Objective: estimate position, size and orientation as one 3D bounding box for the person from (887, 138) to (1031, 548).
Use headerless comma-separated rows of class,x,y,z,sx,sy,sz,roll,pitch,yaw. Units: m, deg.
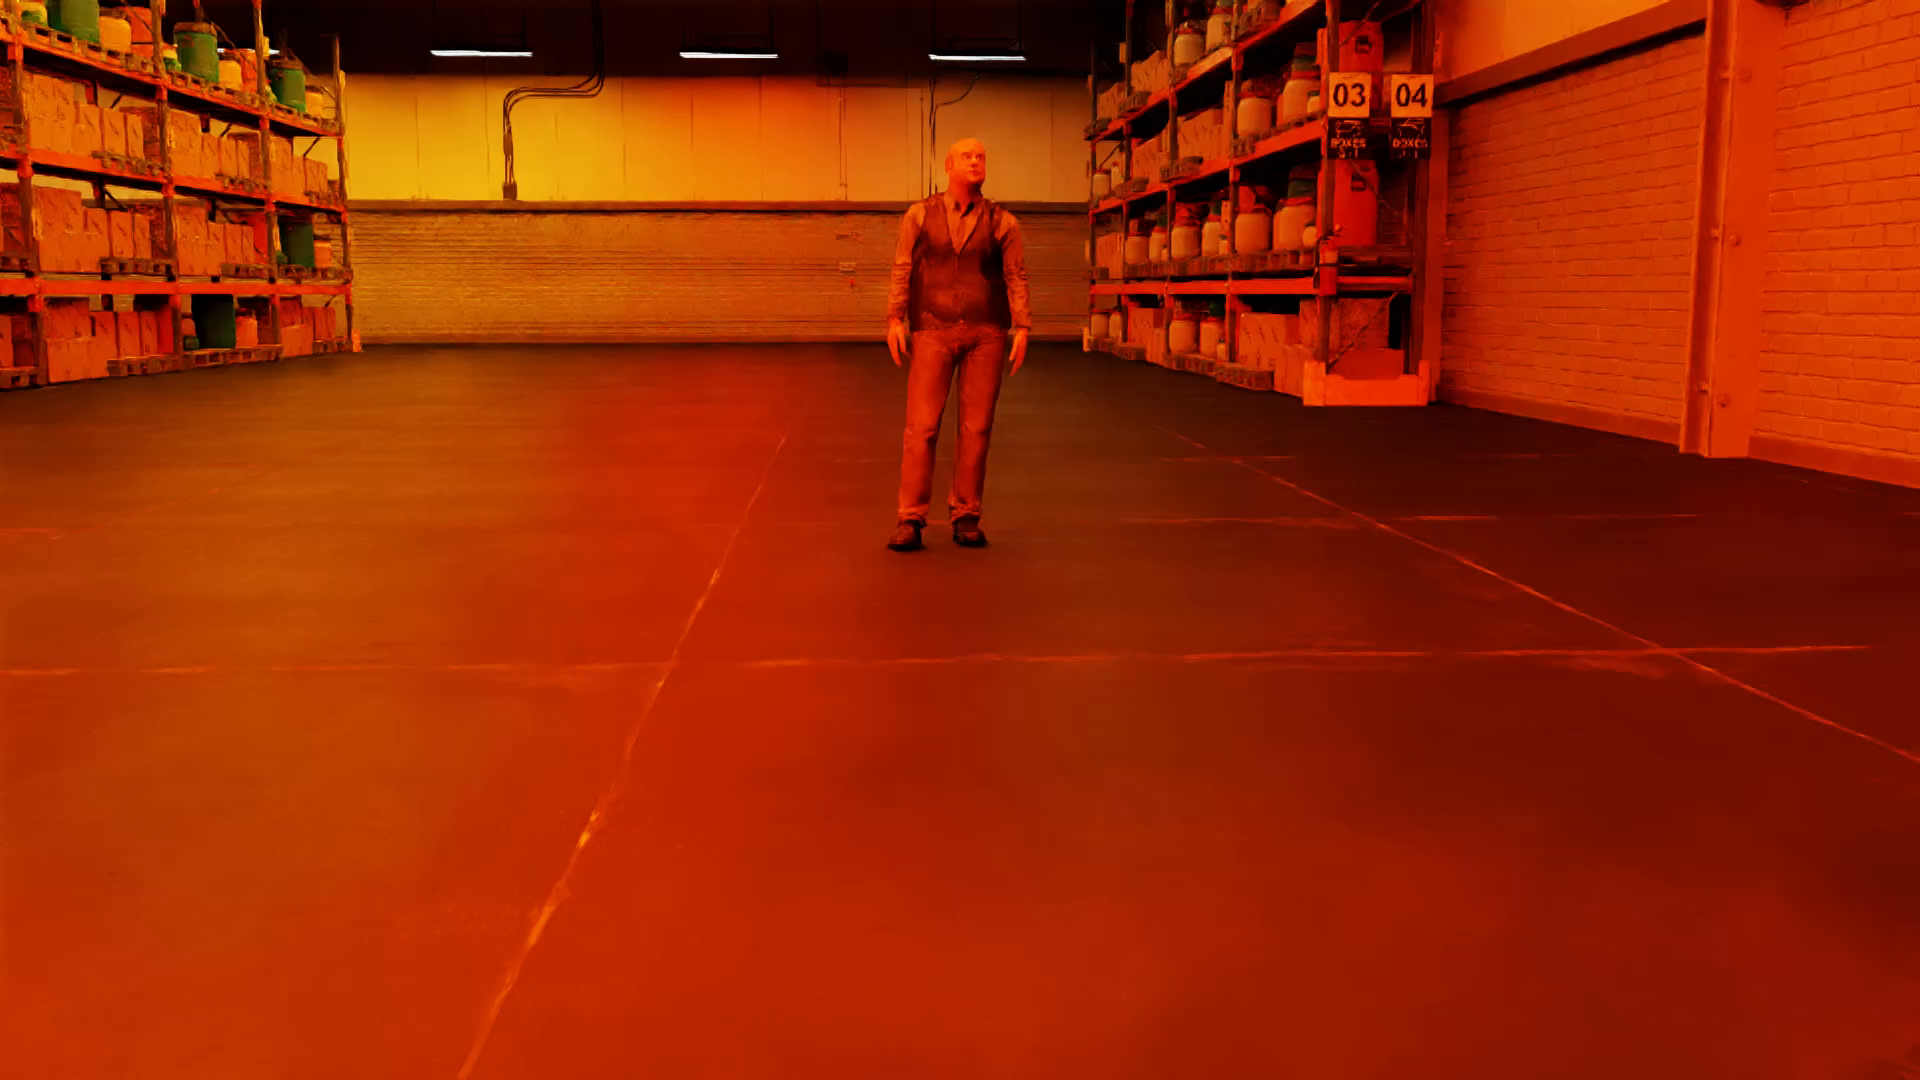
person,-0.004,-0.849,7.120,0.632,1.720,0.567,-1,8,-4
